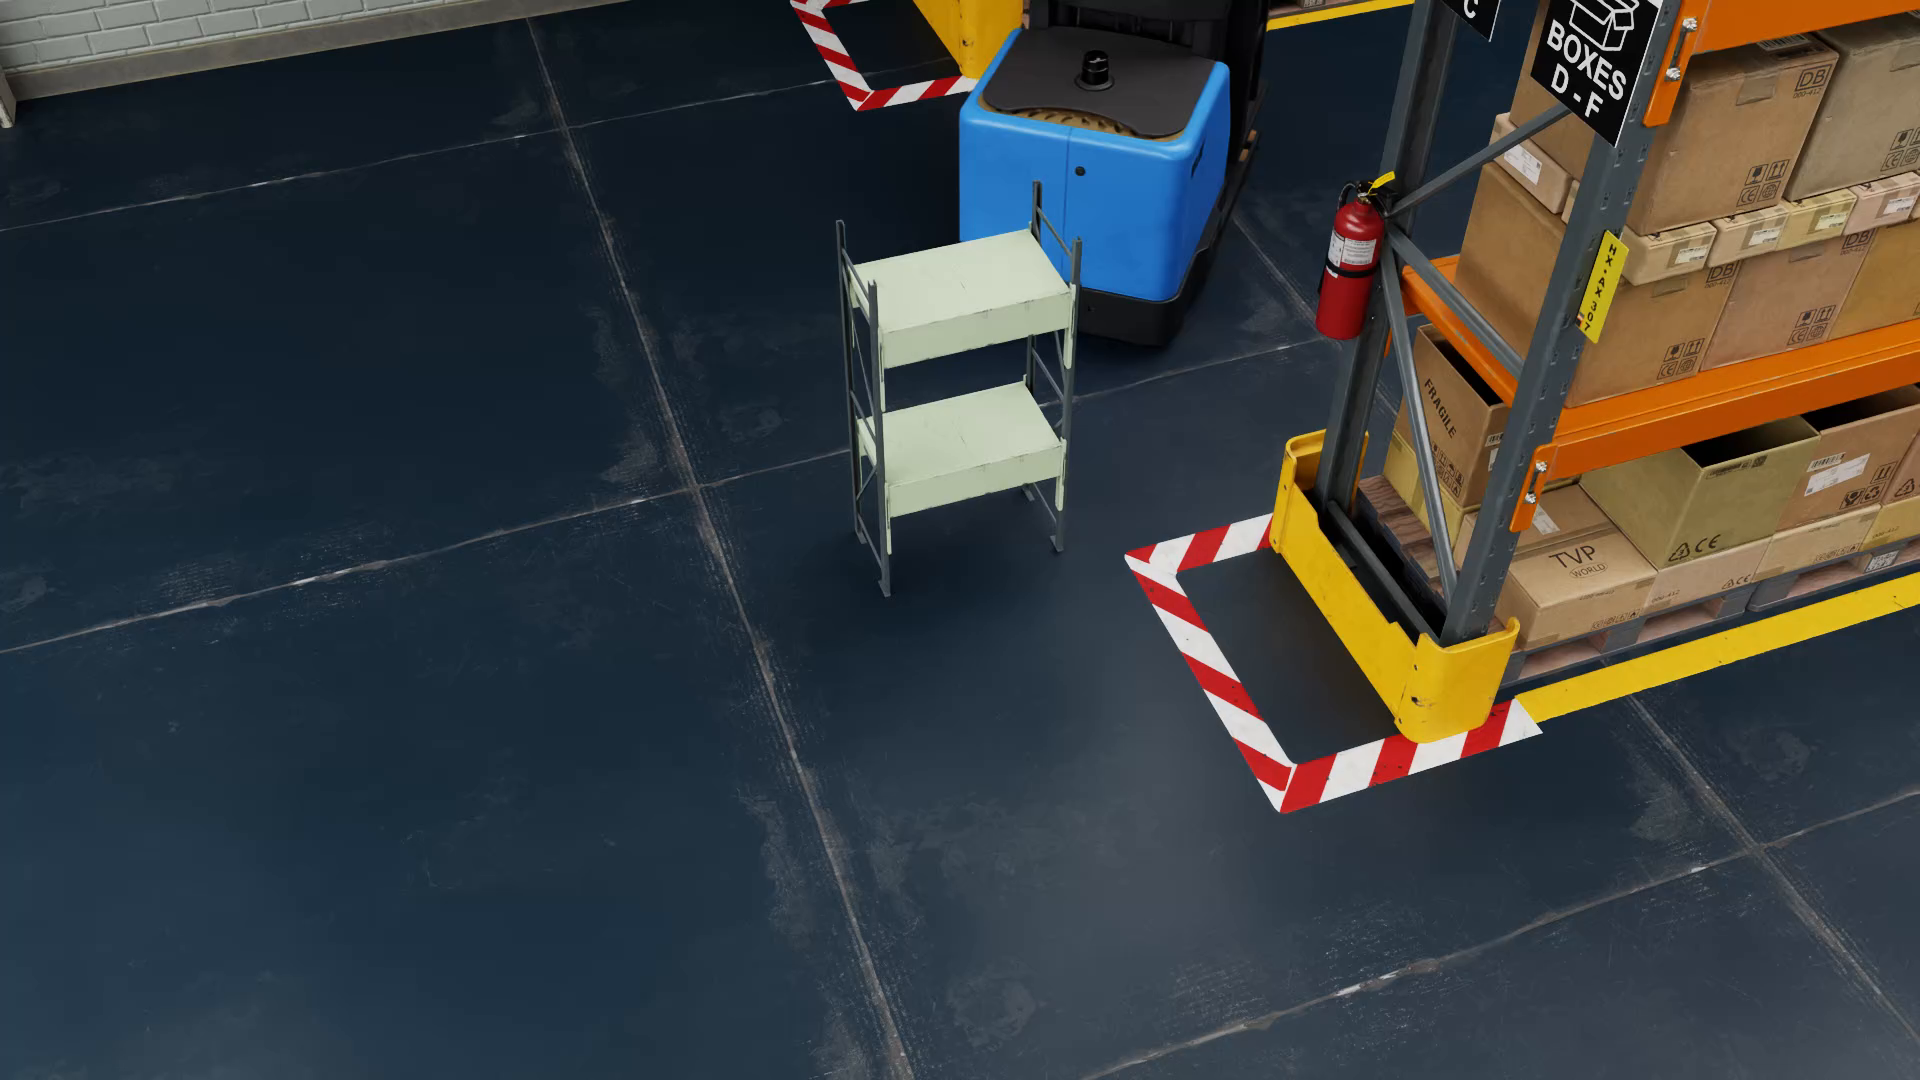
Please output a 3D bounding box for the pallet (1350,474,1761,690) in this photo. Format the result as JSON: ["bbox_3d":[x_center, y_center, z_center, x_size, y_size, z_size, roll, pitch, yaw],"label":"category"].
[{"bbox_3d":[2.323,0.027,6.574,1.213,0.211,1.003,-14,47,-14],"label":"pallet"}]

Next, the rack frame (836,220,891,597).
[{"bbox_3d":[-0.351,-0.440,6.129,0.023,1.500,0.400,-14,47,-14],"label":"rack frame"}]

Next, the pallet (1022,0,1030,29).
[{"bbox_3d":[0.781,-3.251,9.841,1.213,0.211,1.003,-14,47,-14],"label":"pallet"}]

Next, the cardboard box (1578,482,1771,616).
[{"bbox_3d":[2.667,-0.027,6.304,0.500,0.250,0.500,-14,47,-14],"label":"cardboard box"}]

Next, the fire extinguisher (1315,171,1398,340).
[{"bbox_3d":[1.349,-0.999,5.683,0.183,0.674,0.296,-14,47,-14],"label":"fire extinguisher"}]

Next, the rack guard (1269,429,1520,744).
[{"bbox_3d":[1.596,0.143,6.255,0.348,0.500,1.175,-14,47,-14],"label":"rack guard"}]

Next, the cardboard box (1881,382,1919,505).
[{"bbox_3d":[3.610,-0.528,6.274,0.500,0.500,0.500,-14,47,-14],"label":"cardboard box"}]

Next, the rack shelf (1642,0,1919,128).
[{"bbox_3d":[3.500,-2.032,5.047,4.000,0.370,1.077,-14,47,-14],"label":"rack shelf"}]

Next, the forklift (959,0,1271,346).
[{"bbox_3d":[0.942,-2.975,7.646,1.130,2.935,3.031,14,47,13],"label":"forklift"}]

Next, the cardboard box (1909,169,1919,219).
[{"bbox_3d":[3.031,-1.210,5.310,0.250,0.149,0.380,-16,47,-15],"label":"cardboard box"}]

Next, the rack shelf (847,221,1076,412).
[{"bbox_3d":[-0.006,-0.803,5.941,0.720,0.370,0.431,-14,47,-14],"label":"rack shelf"}]

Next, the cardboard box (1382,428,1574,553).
[{"bbox_3d":[2.022,-0.249,6.525,0.500,0.250,0.500,-14,47,-14],"label":"cardboard box"}]

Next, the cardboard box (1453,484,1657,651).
[{"bbox_3d":[2.198,0.096,6.181,0.500,0.250,0.500,-14,47,-14],"label":"cardboard box"}]

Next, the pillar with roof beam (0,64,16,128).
[{"bbox_3d":[-3.884,-2.596,2.984,0.400,9.000,9.100,-14,47,-14],"label":"pillar with roof beam"}]

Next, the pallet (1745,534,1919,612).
[{"bbox_3d":[3.469,-0.264,6.864,1.213,0.211,1.003,-14,47,-14],"label":"pallet"}]

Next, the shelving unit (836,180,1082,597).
[{"bbox_3d":[-0.006,-0.528,6.217,0.755,1.500,0.431,-14,47,-14],"label":"shelving unit"}]

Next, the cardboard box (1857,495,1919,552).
[{"bbox_3d":[3.610,-0.264,6.540,0.500,0.250,0.500,-14,47,-14],"label":"cardboard box"}]

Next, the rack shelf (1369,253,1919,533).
[{"bbox_3d":[3.500,-0.973,6.110,4.000,0.370,1.077,-14,47,-14],"label":"rack shelf"}]

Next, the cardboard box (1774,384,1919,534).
[{"bbox_3d":[3.134,-0.419,6.165,0.500,0.500,0.500,-14,47,-14],"label":"cardboard box"}]

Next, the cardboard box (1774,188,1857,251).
[{"bbox_3d":[2.543,-1.085,5.185,0.250,0.149,0.380,-14,47,-14],"label":"cardboard box"}]

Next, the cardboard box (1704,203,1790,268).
[{"bbox_3d":[2.308,-1.026,5.126,0.250,0.149,0.380,-15,47,-15],"label":"cardboard box"}]

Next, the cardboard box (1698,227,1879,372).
[{"bbox_3d":[2.554,-1.014,5.572,0.500,0.500,0.700,-13,47,-13],"label":"cardboard box"}]

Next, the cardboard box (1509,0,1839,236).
[{"bbox_3d":[2.112,-1.355,4.997,0.500,0.500,0.700,-14,47,-14],"label":"cardboard box"}]

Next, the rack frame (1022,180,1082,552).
[{"bbox_3d":[0.338,-0.616,6.305,0.023,1.500,0.400,-14,47,-14],"label":"rack frame"}]

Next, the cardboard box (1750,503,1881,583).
[{"bbox_3d":[3.138,-0.147,6.423,0.500,0.250,0.500,-14,47,-14],"label":"cardboard box"}]

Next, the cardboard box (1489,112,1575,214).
[{"bbox_3d":[1.913,-1.229,5.328,0.250,0.149,0.380,-15,47,-15],"label":"cardboard box"}]

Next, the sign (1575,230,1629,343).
[{"bbox_3d":[1.801,-0.708,4.671,0.005,0.325,0.100,-14,47,-14],"label":"sign"}]

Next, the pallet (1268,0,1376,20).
[{"bbox_3d":[1.926,-3.541,10.131,1.213,0.211,1.003,-14,47,-14],"label":"pallet"}]

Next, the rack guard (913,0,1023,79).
[{"bbox_3d":[0.004,-3.181,9.567,0.348,0.500,1.175,-14,47,-14],"label":"rack guard"}]

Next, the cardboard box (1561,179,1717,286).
[{"bbox_3d":[2.061,-0.961,5.061,0.250,0.149,0.380,-15,47,-14],"label":"cardboard box"}]

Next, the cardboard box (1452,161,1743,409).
[{"bbox_3d":[2.062,-0.885,5.443,0.500,0.500,0.700,-14,47,-14],"label":"cardboard box"}]

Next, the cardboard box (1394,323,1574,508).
[{"bbox_3d":[2.022,-0.515,6.261,0.500,0.500,0.500,-14,47,-14],"label":"cardboard box"}]

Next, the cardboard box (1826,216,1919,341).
[{"bbox_3d":[3.023,-1.130,5.688,0.500,0.500,0.700,-14,47,-14],"label":"cardboard box"}]

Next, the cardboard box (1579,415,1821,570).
[{"bbox_3d":[2.668,-0.290,6.037,0.500,0.500,0.500,-14,47,-14],"label":"cardboard box"}]

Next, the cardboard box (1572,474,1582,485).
[{"bbox_3d":[2.489,-0.377,6.653,0.500,0.250,0.500,-14,47,-14],"label":"cardboard box"}]

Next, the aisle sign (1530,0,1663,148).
[{"bbox_3d":[1.661,-1.443,4.235,0.004,0.787,0.394,-14,47,-14],"label":"aisle sign"}]

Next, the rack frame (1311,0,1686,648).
[{"bbox_3d":[1.618,-0.746,5.375,0.127,3.000,1.000,-14,47,-14],"label":"rack frame"}]

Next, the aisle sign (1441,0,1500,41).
[{"bbox_3d":[1.457,-1.843,4.634,0.004,0.787,0.394,-14,47,-14],"label":"aisle sign"}]

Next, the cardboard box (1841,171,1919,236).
[{"bbox_3d":[2.781,-1.144,5.244,0.250,0.149,0.380,-15,47,-14],"label":"cardboard box"}]

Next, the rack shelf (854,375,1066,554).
[{"bbox_3d":[-0.006,-0.298,6.448,0.720,0.370,0.431,-14,47,-14],"label":"rack shelf"}]

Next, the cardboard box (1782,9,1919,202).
[{"bbox_3d":[2.604,-1.485,5.126,0.500,0.500,0.700,-15,47,-15],"label":"cardboard box"}]
